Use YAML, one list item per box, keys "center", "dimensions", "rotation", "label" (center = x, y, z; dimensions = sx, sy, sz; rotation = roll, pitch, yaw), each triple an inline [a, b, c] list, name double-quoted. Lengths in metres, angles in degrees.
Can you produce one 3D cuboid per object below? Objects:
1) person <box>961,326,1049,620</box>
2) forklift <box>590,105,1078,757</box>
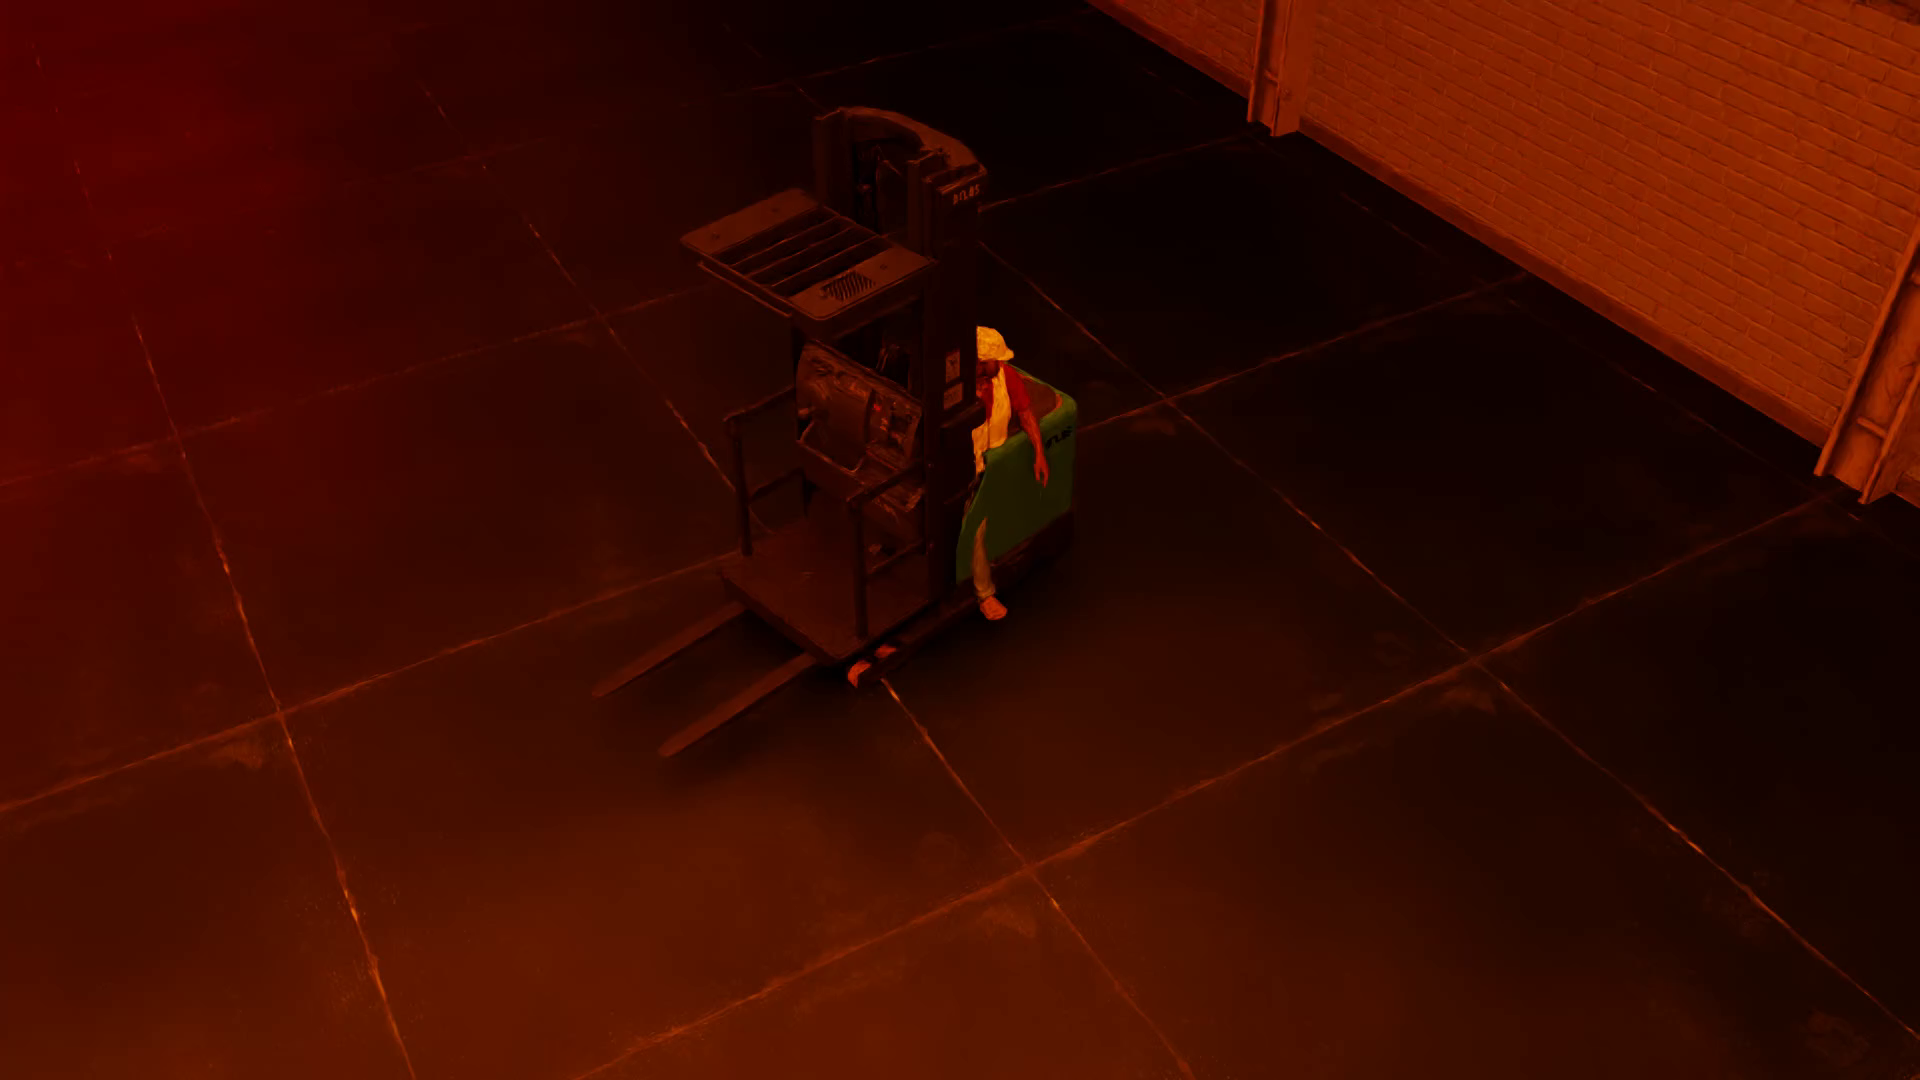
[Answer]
- center: [0.112, -0.398, 9.379]
  dimensions: [0.737, 1.723, 0.880]
  rotation: [-25, 46, -27]
  label: "person"
- center: [-0.699, -0.665, 8.838]
  dimensions: [1.130, 2.935, 3.031]
  rotation: [33, 50, 33]
  label: "forklift"
